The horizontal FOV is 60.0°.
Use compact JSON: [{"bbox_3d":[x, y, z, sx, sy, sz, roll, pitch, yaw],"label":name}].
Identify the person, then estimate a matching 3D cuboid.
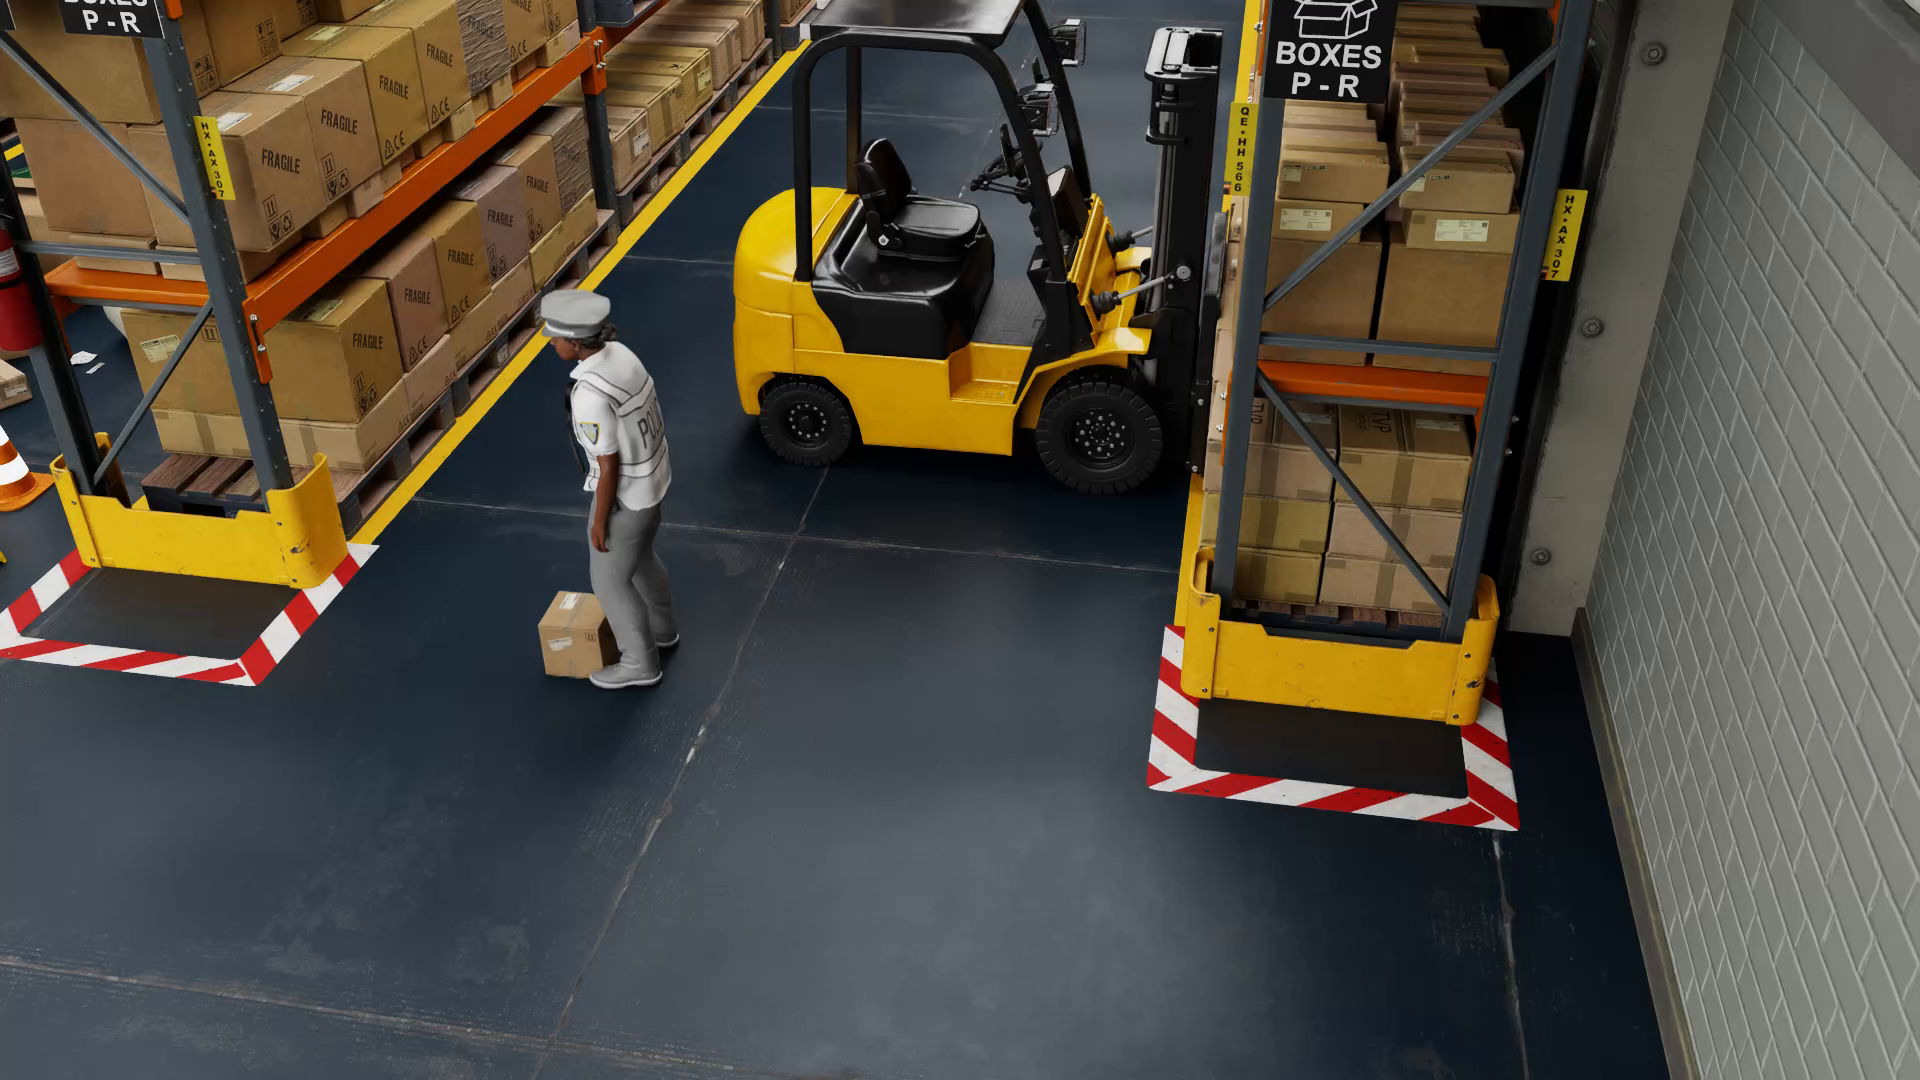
[{"bbox_3d":[-1.319,-0.186,6.430,0.395,1.658,0.522,4,33,5],"label":"person"}]
